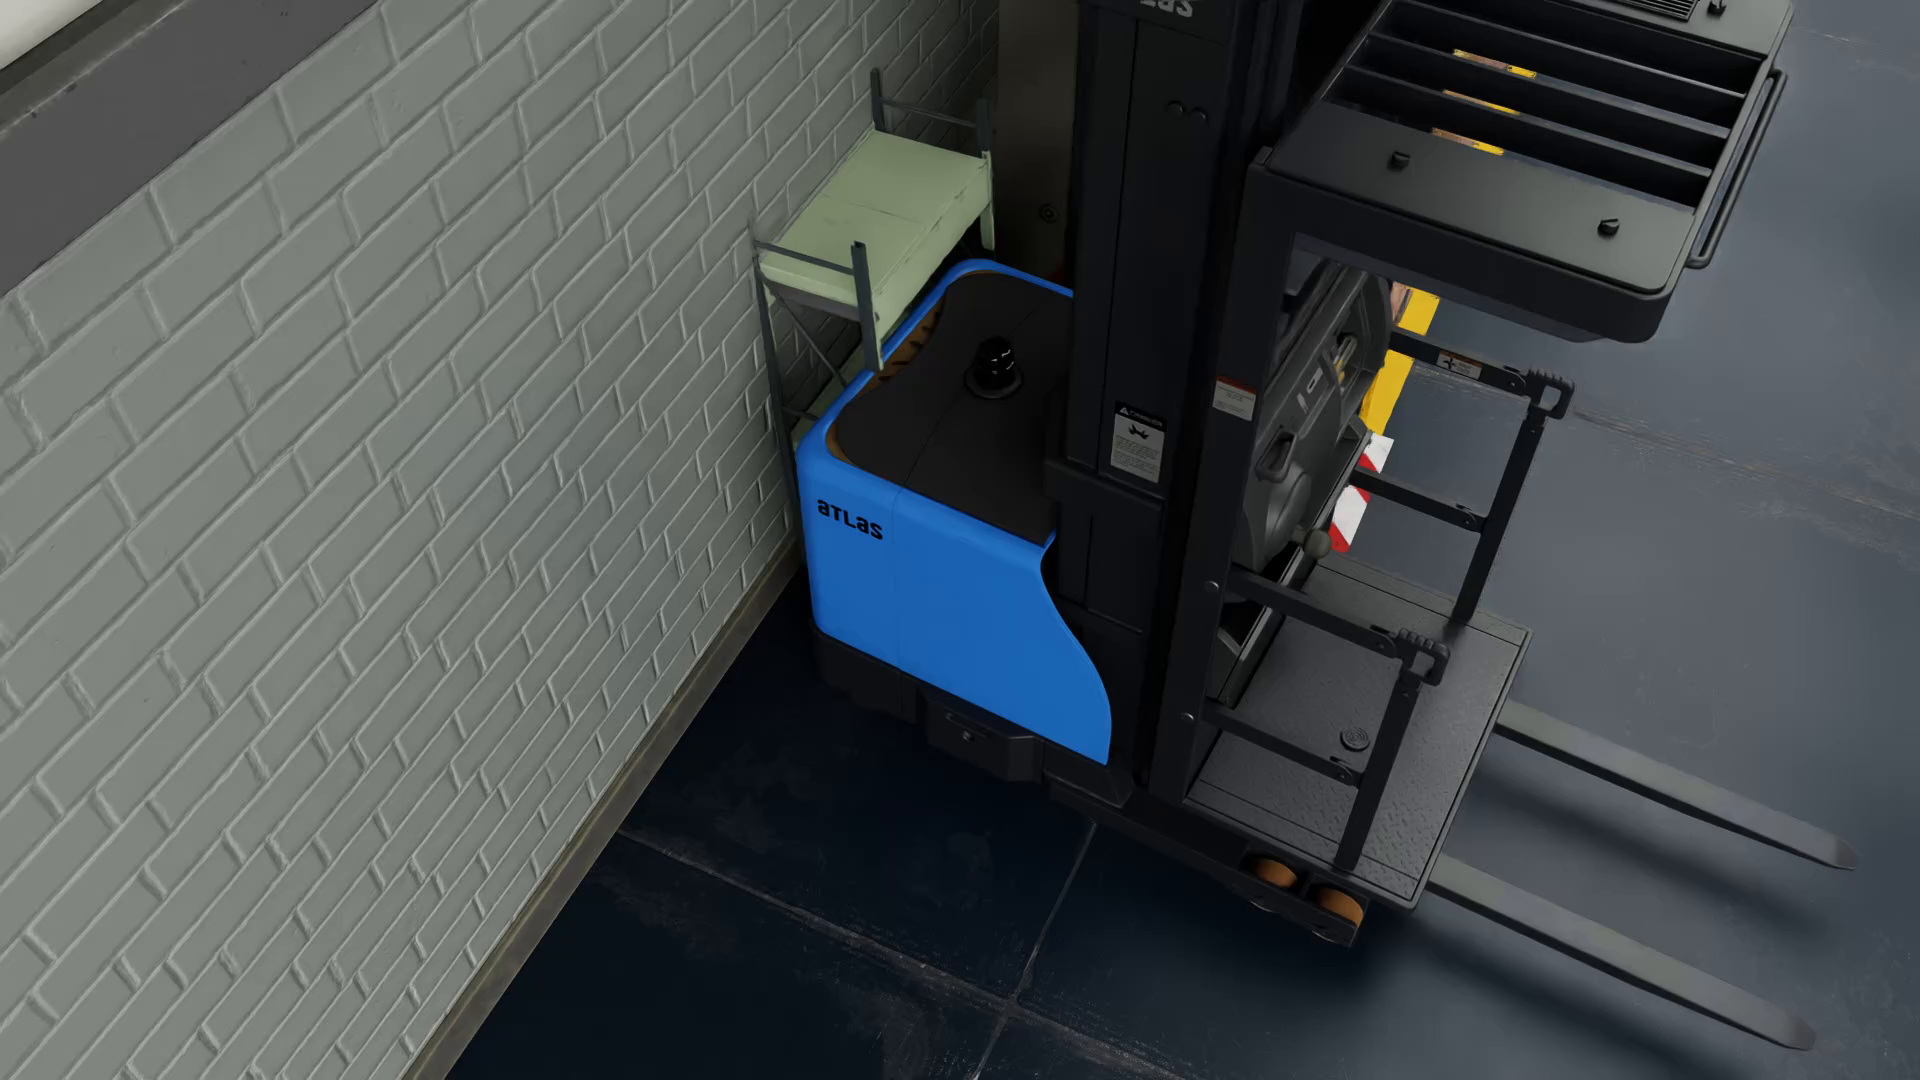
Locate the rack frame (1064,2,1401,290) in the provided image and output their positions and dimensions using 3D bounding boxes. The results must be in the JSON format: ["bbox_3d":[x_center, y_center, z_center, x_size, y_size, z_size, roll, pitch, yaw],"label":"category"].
[{"bbox_3d":[0.835,-1.362,4.940,1.000,3.000,0.127,20,52,16],"label":"rack frame"}]

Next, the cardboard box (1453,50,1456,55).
[{"bbox_3d":[1.311,-1.794,4.900,0.500,0.500,0.500,20,52,16],"label":"cardboard box"}]

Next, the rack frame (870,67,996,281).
[{"bbox_3d":[-0.059,-0.853,5.459,0.400,1.500,0.023,20,53,20],"label":"rack frame"}]

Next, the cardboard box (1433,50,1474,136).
[{"bbox_3d":[1.331,-1.553,5.187,0.500,0.250,0.500,18,52,15],"label":"cardboard box"}]

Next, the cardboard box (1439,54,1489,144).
[{"bbox_3d":[1.814,-2.023,6.855,0.700,0.500,0.500,17,52,14],"label":"cardboard box"}]

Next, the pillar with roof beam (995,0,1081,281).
[{"bbox_3d":[4.245,-2.669,2.112,9.100,9.000,0.400,20,52,16],"label":"pillar with roof beam"}]

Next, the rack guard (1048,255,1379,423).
[{"bbox_3d":[0.868,-0.604,5.936,1.175,0.500,0.348,20,52,16],"label":"rack guard"}]

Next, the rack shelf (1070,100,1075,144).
[{"bbox_3d":[1.690,-2.506,6.385,1.077,0.370,4.000,20,52,16],"label":"rack shelf"}]

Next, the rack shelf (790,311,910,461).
[{"bbox_3d":[-0.209,-0.389,5.498,0.431,0.370,0.720,20,53,20],"label":"rack shelf"}]

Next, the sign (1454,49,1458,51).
[{"bbox_3d":[1.326,-1.466,4.460,0.100,0.325,0.005,20,52,16],"label":"sign"}]

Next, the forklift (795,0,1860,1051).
[{"bbox_3d":[1.066,-0.266,4.052,3.031,2.935,1.130,23,54,19],"label":"forklift"}]

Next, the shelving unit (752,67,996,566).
[{"bbox_3d":[-0.227,-0.602,5.252,0.431,1.500,0.755,20,53,20],"label":"shelving unit"}]

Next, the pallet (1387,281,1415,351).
[{"bbox_3d":[1.247,-1.059,6.512,1.003,0.211,1.213,20,52,16],"label":"pallet"}]

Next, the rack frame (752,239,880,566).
[{"bbox_3d":[-0.394,-0.351,5.045,0.400,1.500,0.023,20,53,20],"label":"rack frame"}]

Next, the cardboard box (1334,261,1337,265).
[{"bbox_3d":[1.212,-1.081,6.176,0.500,0.311,0.500,14,51,12],"label":"cardboard box"}]

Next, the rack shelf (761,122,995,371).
[{"bbox_3d":[-0.247,-0.858,4.958,0.431,0.370,0.720,20,53,20],"label":"rack shelf"}]

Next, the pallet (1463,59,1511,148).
[{"bbox_3d":[1.769,-1.896,7.225,1.003,0.211,1.213,20,52,16],"label":"pallet"}]

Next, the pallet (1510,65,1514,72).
[{"bbox_3d":[2.289,-2.739,7.942,1.003,0.211,1.213,20,52,16],"label":"pallet"}]
